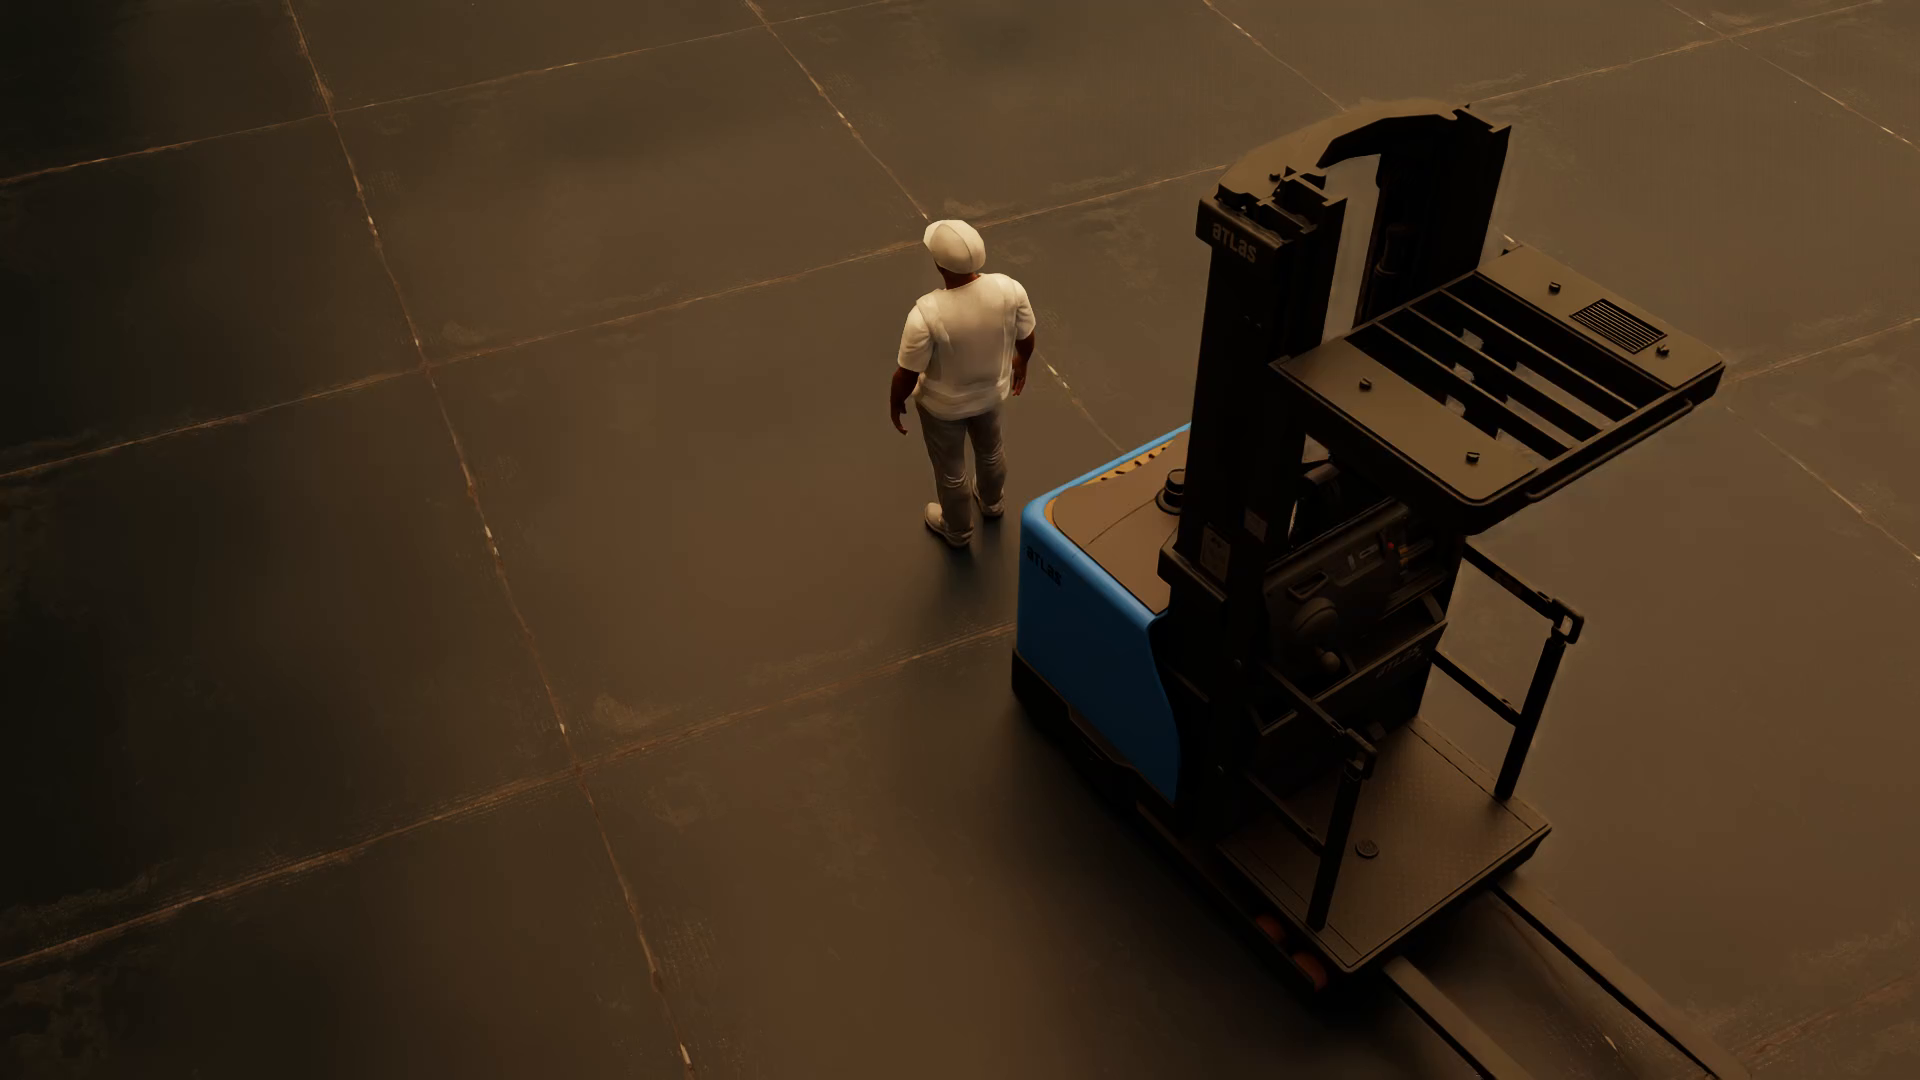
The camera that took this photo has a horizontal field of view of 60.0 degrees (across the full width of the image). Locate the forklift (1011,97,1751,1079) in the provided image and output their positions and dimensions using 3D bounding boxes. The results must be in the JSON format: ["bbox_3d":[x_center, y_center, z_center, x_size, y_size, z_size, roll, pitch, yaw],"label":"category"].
[{"bbox_3d":[1.491,0.203,5.463,1.130,2.935,3.031,-26,49,-25],"label":"forklift"}]

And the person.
[{"bbox_3d":[-0.025,-0.696,7.269,0.666,1.768,0.575,-18,46,-18],"label":"person"}]
